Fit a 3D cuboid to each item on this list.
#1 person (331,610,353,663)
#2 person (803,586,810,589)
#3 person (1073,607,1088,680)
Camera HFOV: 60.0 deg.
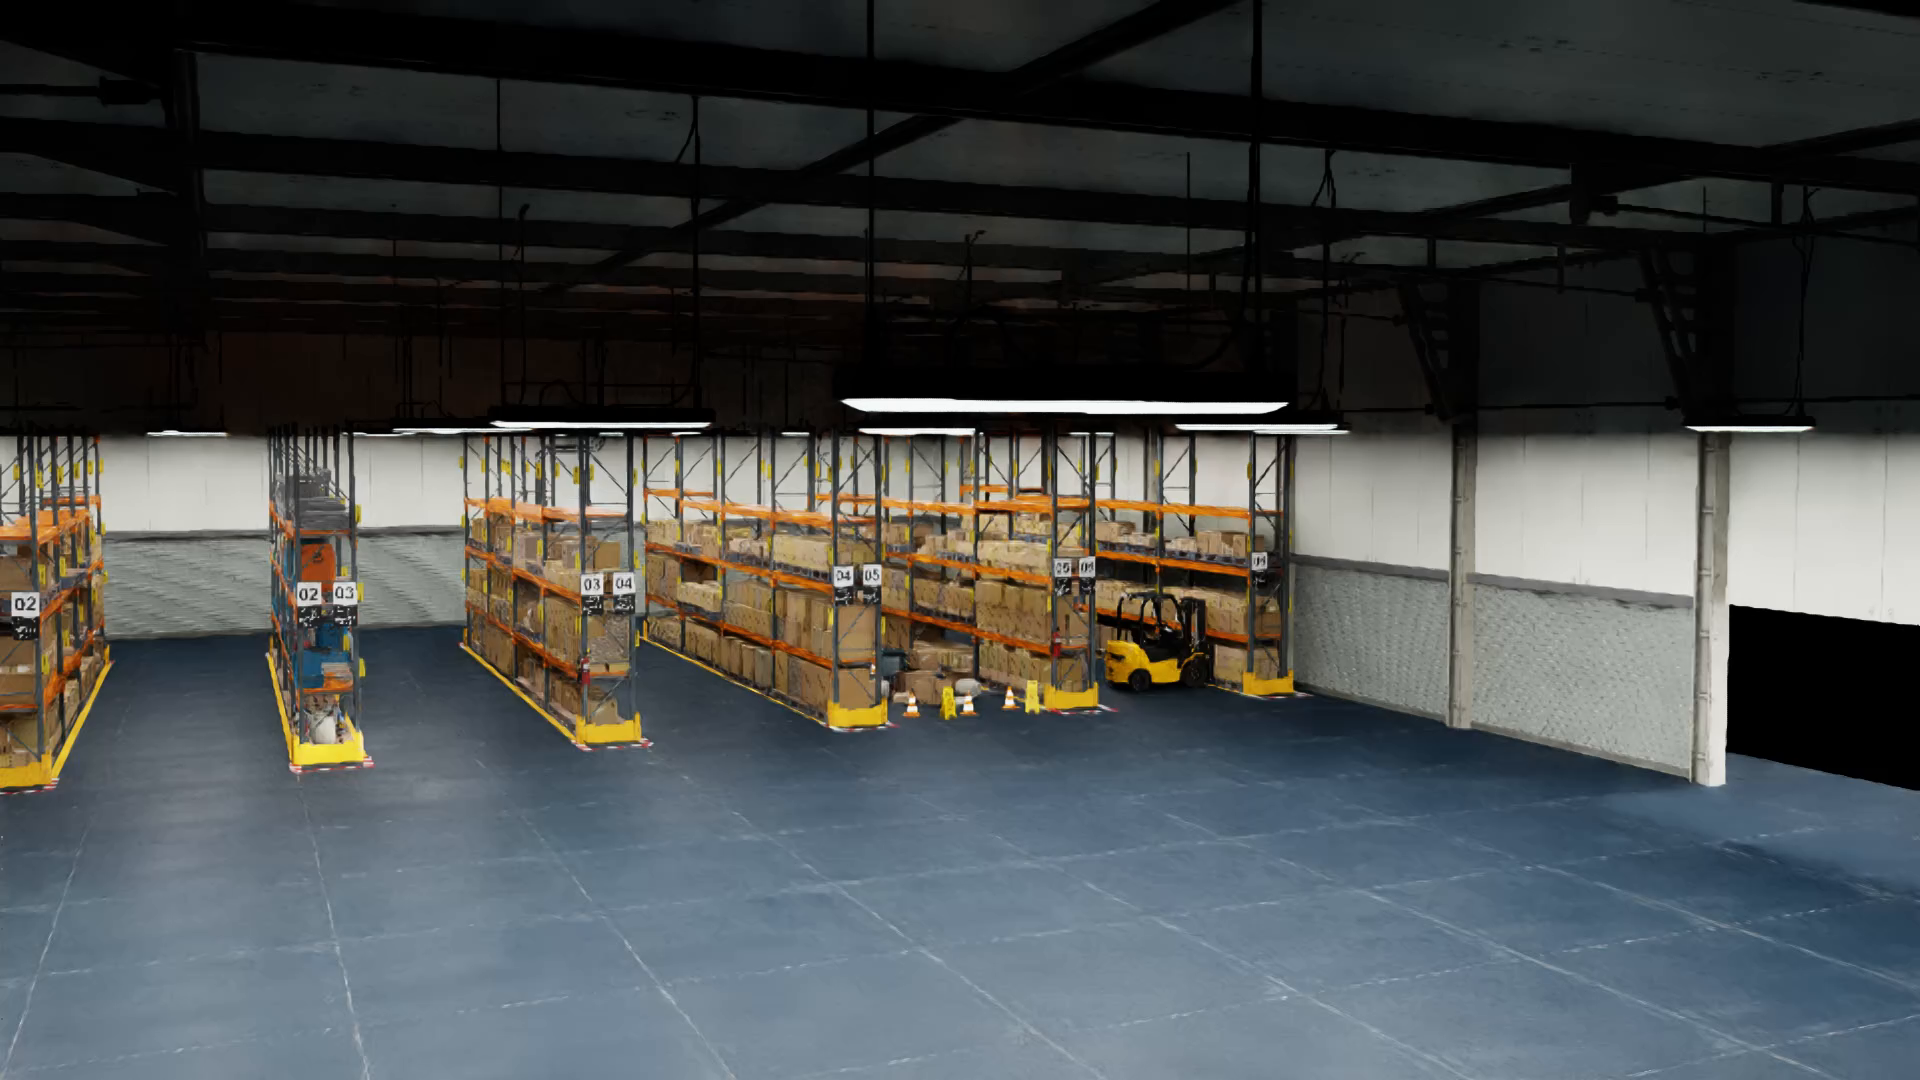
[{"bbox_3d":[-15.687,2.294,42.167,0.706,1.695,0.843,-3,5,-42],"label":"person"},{"bbox_3d":[-4.209,2.047,45.360,0.643,1.773,0.671,0,3,-4],"label":"person"},{"bbox_3d":[2.782,2.441,39.423,0.498,1.731,0.588,0,4,6],"label":"person"}]
